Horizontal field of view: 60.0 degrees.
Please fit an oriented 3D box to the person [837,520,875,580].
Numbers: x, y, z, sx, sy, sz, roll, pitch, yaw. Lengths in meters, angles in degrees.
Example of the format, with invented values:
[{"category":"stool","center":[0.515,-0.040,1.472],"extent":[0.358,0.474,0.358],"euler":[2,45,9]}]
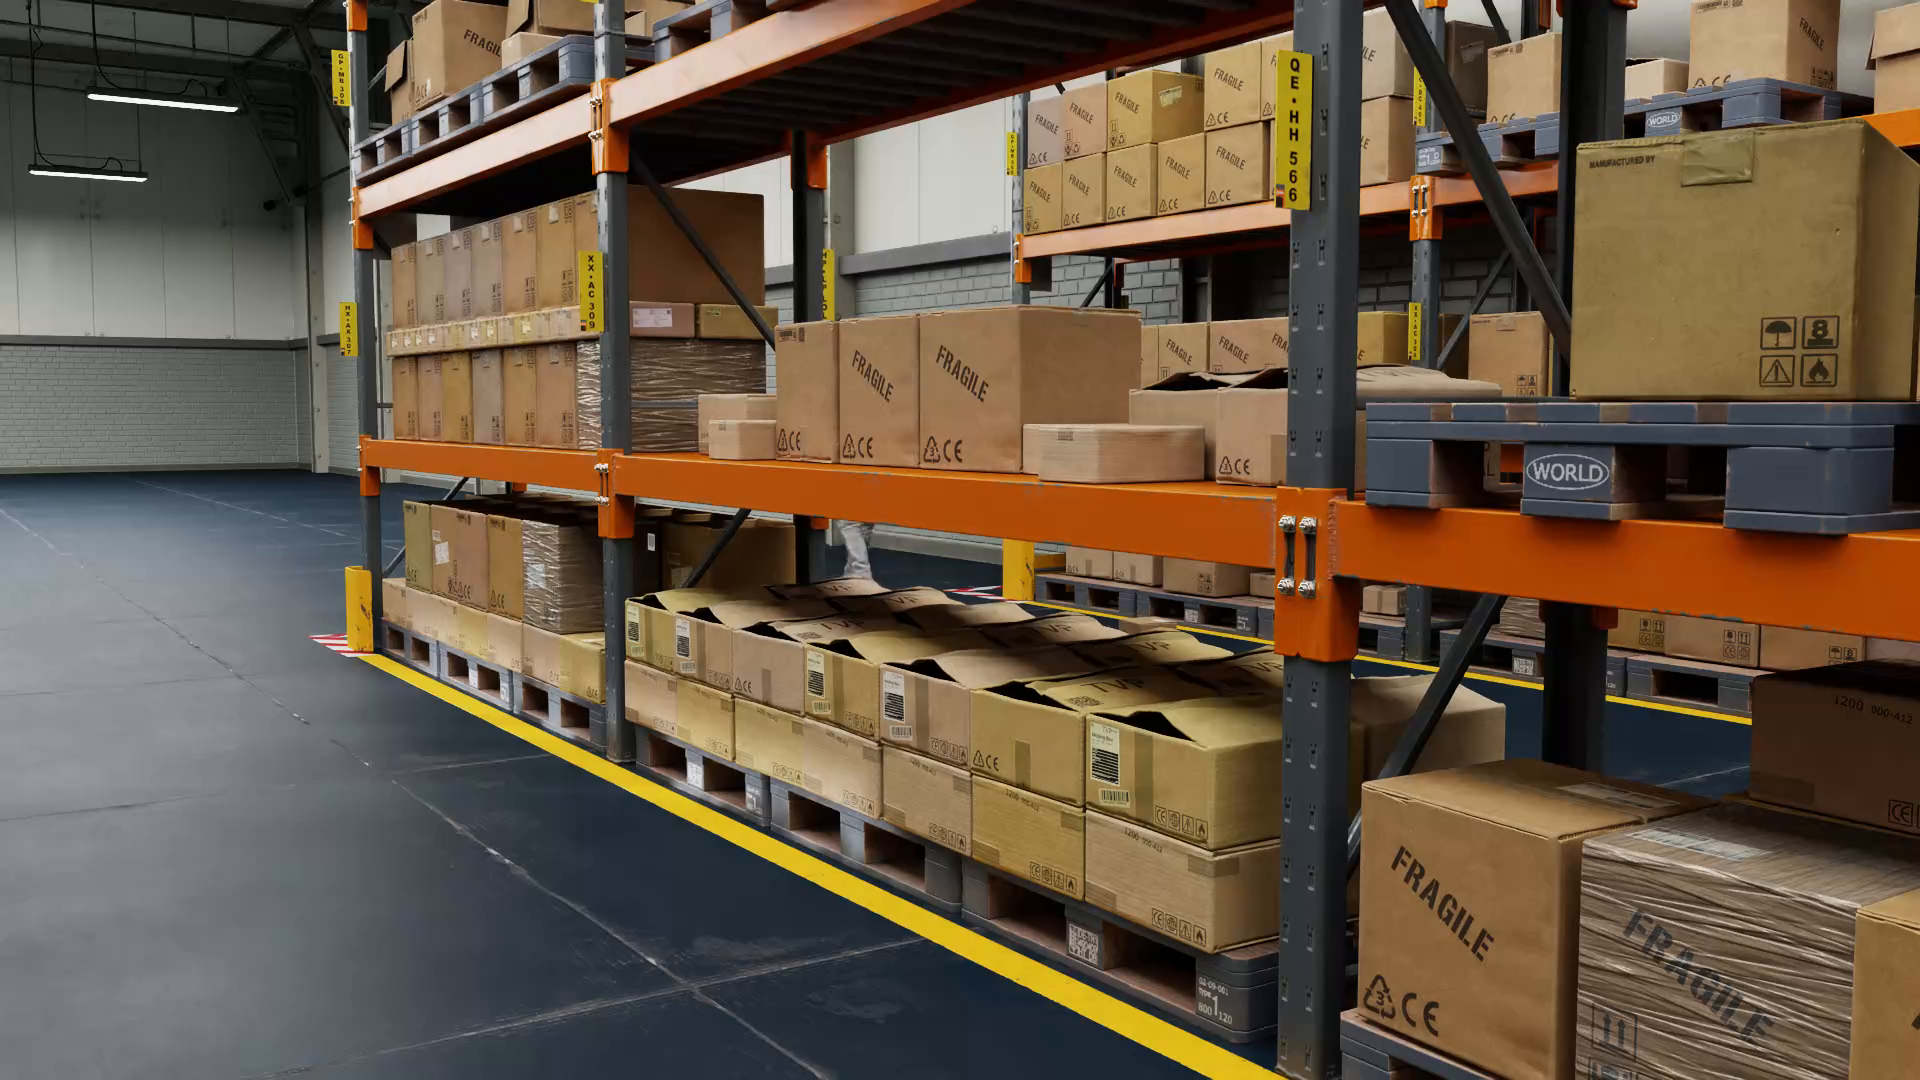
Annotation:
[{"category":"person","center":[-0.810,-0.435,13.102],"extent":[0.638,1.746,1.015],"euler":[-2,5,-19]}]
